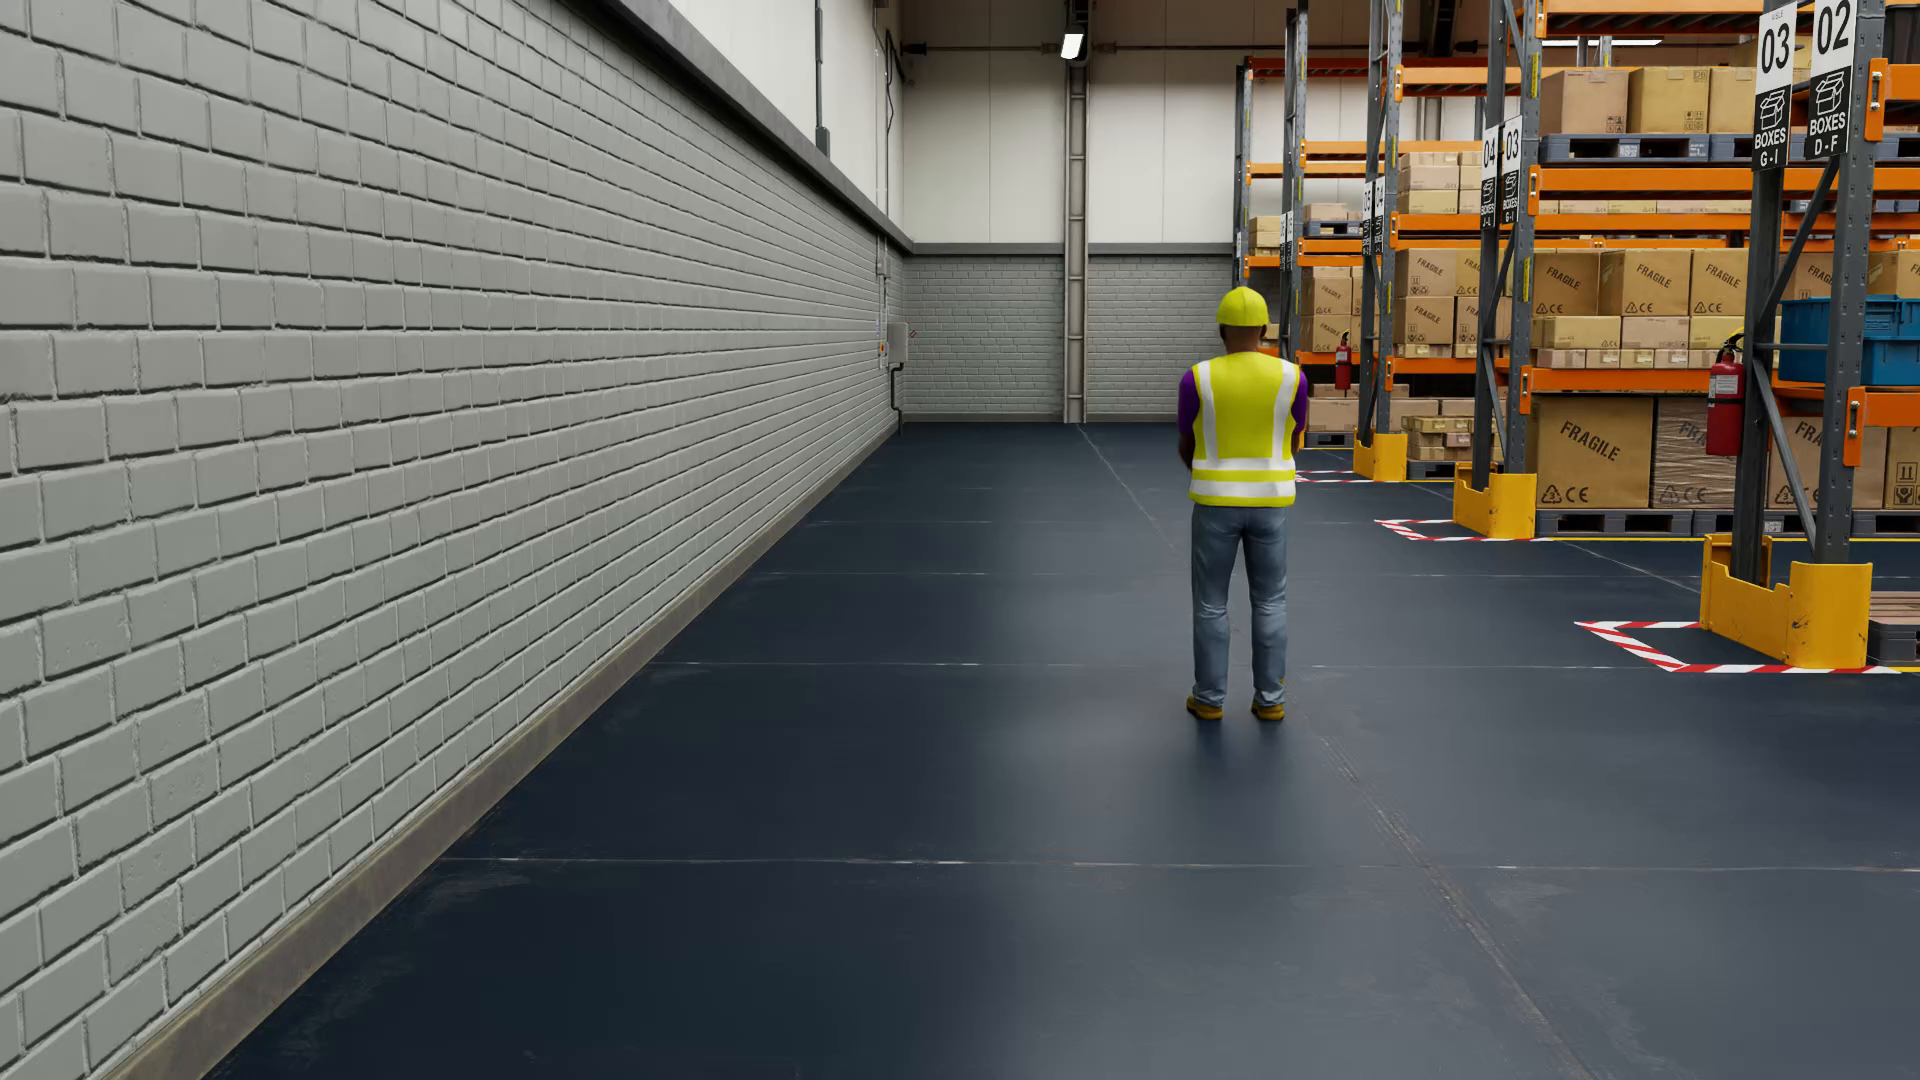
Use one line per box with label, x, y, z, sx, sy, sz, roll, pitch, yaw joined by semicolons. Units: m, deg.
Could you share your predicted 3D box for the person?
person;1.148;-0.156;6.912;0.521;1.767;0.573;0;7;1
